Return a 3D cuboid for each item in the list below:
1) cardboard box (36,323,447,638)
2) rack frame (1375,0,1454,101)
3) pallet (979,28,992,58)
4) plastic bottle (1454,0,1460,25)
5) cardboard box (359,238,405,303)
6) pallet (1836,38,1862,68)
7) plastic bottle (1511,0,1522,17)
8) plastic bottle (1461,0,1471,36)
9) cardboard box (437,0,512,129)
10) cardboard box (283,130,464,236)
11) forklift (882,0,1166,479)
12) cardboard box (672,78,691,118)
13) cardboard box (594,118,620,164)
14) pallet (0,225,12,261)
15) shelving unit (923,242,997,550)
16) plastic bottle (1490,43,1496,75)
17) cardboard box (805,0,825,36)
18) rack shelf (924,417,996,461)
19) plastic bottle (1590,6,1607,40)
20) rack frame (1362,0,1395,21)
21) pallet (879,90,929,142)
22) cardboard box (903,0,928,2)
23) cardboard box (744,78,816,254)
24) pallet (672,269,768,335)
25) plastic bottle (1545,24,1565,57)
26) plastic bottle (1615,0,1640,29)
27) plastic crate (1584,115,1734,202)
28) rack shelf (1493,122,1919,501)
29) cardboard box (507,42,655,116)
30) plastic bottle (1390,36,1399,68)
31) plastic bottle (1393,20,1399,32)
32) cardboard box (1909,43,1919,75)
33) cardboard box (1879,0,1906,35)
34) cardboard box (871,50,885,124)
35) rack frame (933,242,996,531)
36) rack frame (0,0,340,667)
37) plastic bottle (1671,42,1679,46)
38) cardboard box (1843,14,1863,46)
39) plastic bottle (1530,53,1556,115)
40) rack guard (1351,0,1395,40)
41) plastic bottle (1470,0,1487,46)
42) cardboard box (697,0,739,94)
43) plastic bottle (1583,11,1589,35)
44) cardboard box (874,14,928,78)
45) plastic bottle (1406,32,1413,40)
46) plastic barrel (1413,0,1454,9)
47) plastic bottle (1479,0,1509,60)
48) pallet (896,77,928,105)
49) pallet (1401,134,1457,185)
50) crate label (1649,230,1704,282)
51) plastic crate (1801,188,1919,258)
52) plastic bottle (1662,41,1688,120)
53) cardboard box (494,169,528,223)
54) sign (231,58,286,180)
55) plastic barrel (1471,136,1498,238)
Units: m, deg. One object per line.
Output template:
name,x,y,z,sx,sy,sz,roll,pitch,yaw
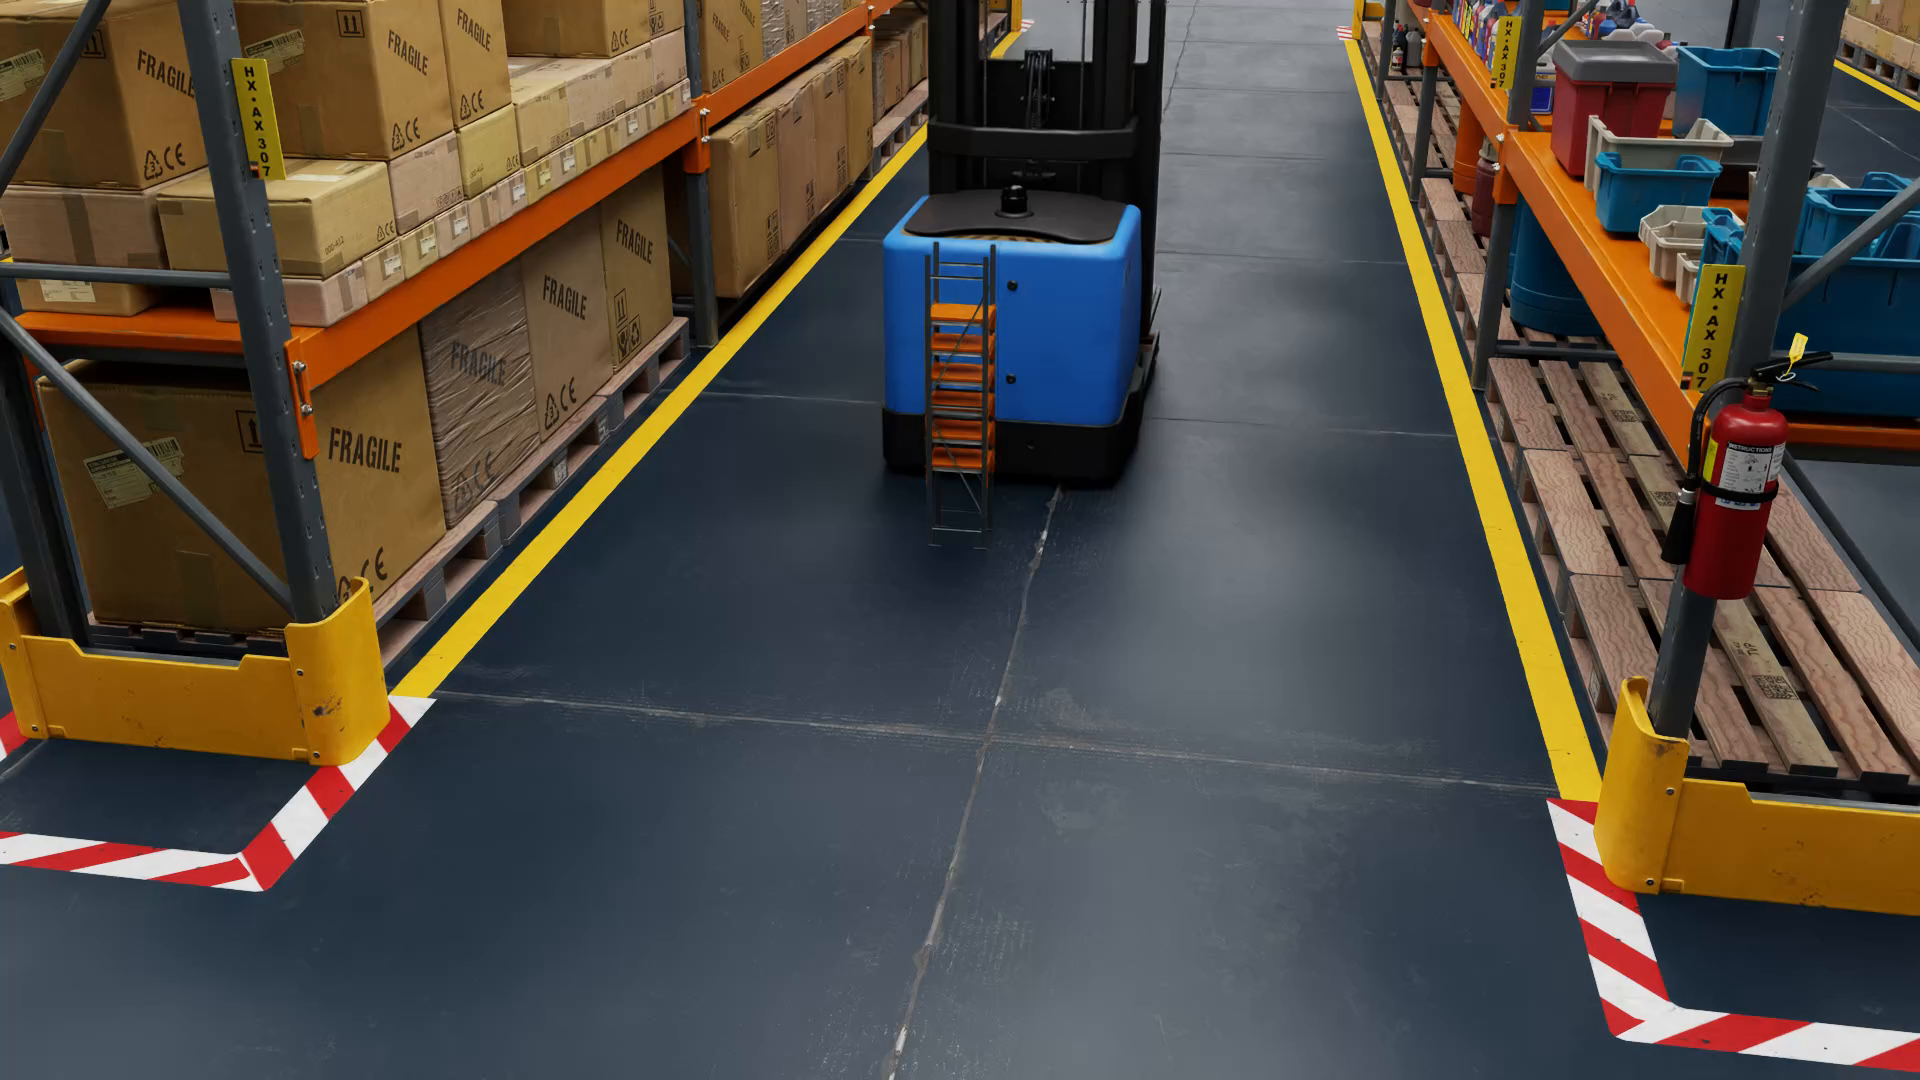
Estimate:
cardboard box,-2.442,-0.265,5.789,0.875,0.875,0.875,4,25,9
rack frame,4.380,-5.439,14.832,1.000,3.000,0.127,4,25,9
pallet,-0.234,-5.315,17.855,1.003,0.211,1.213,4,25,9
plastic bottle,3.291,-3.503,10.847,0.097,0.271,0.097,0,25,0
cardboard box,-2.043,-0.883,5.394,0.380,0.149,0.250,4,25,8
pallet,9.836,-5.182,17.572,1.003,0.211,1.213,4,25,9
plastic bottle,3.252,-2.985,9.647,0.144,0.351,0.185,4,25,9
plastic bottle,3.194,-3.309,10.418,0.061,0.283,0.133,4,25,9
cardboard box,-1.962,-1.778,5.953,0.500,0.500,0.500,3,25,7
cardboard box,-2.044,-1.230,5.667,0.500,0.250,0.500,4,25,8
forklift,0.440,-2.189,7.970,1.130,2.935,3.031,5,25,10
cardboard box,-1.540,-2.173,8.150,0.380,0.149,0.250,4,25,9
cardboard box,-1.708,-1.742,7.230,0.380,0.149,0.250,4,25,10
pallet,-6.564,-1.885,10.529,1.003,0.211,1.213,4,25,9
shelving unit,0.002,-0.549,6.509,0.258,1.200,0.189,4,25,9
plastic bottle,2.974,-2.661,9.131,0.097,0.201,0.097,0,25,0
cardboard box,-1.165,-3.506,10.584,0.500,0.500,0.500,3,25,7
rack shelf,0.002,-0.401,6.578,0.258,0.103,0.180,4,25,9
plastic bottle,3.722,-2.970,9.694,0.061,0.283,0.133,4,25,9
rack frame,5.034,-7.112,18.407,1.000,3.000,0.127,4,25,9
pallet,-0.829,-3.682,14.368,1.003,0.211,1.213,4,25,9
cardboard box,-0.315,-5.245,16.871,0.500,0.500,0.500,13,28,25
cardboard box,-1.583,-2.307,10.152,1.225,0.875,0.875,3,25,7
pallet,-1.762,-1.502,9.709,1.003,0.211,1.213,4,25,9
plastic bottle,3.042,-2.468,8.543,0.144,0.351,0.185,4,25,9
plastic bottle,3.775,-2.871,9.403,0.144,0.351,0.185,4,25,9
plastic crate,2.642,-1.441,6.360,0.437,0.282,0.530,4,25,9
rack shelf,2.746,-0.931,6.050,1.077,0.370,4.000,4,25,9
cardboard box,-1.709,-2.084,7.490,0.500,0.250,0.500,5,26,10
plastic bottle,4.133,-4.633,15.794,0.061,0.283,0.133,5,26,11
plastic bottle,4.285,-4.944,16.379,0.144,0.351,0.185,4,25,8
cardboard box,9.218,-4.457,15.482,0.500,0.250,0.500,4,25,9
cardboard box,9.365,-5.216,16.219,0.500,0.500,0.500,4,25,9
cardboard box,-0.992,-3.691,13.527,0.700,0.500,0.500,2,25,4
rack frame,0.017,-0.588,6.590,0.240,1.200,0.006,4,25,9
rack frame,-2.467,-0.764,4.843,1.000,3.000,0.127,4,25,9
plastic bottle,3.630,-2.402,8.495,0.097,0.271,0.097,0,25,0
cardboard box,9.535,-5.294,17.270,0.500,0.250,0.500,4,25,9
plastic bottle,2.818,-2.225,8.111,0.152,0.276,0.135,4,25,9
rack guard,5.068,-5.945,18.862,1.175,0.500,0.348,4,25,9
plastic bottle,3.140,-3.117,10.022,0.097,0.271,0.097,0,25,0
cardboard box,-1.492,-2.657,8.770,0.500,0.500,0.500,4,25,9
plastic bottle,3.991,-3.294,10.482,0.097,0.201,0.097,0,25,0
cardboard box,-0.628,-4.594,15.457,0.700,0.500,0.500,2,25,4
plastic bottle,4.383,-4.775,16.107,0.152,0.276,0.135,4,25,9
plastic barrel,3.504,-4.043,11.689,0.600,0.536,0.708,4,25,9
plastic bottle,3.080,-2.939,9.549,0.144,0.351,0.185,4,25,9
pallet,-0.632,-4.194,15.461,1.003,0.211,1.213,4,25,9
pallet,3.891,-2.825,12.536,1.003,0.211,1.213,4,25,9
crate label,2.457,-0.920,5.418,0.396,0.136,0.243,4,25,9
plastic crate,2.999,-1.003,5.481,0.416,0.233,0.300,4,25,9
plastic bottle,3.457,-2.213,7.997,0.144,0.351,0.185,4,25,9
cardboard box,-1.876,-1.314,6.314,0.380,0.149,0.250,4,25,8
sign,-1.921,-1.151,4.556,0.100,0.325,0.005,4,25,9
plastic barrel,3.479,-2.186,10.232,0.600,0.588,0.708,4,25,9
